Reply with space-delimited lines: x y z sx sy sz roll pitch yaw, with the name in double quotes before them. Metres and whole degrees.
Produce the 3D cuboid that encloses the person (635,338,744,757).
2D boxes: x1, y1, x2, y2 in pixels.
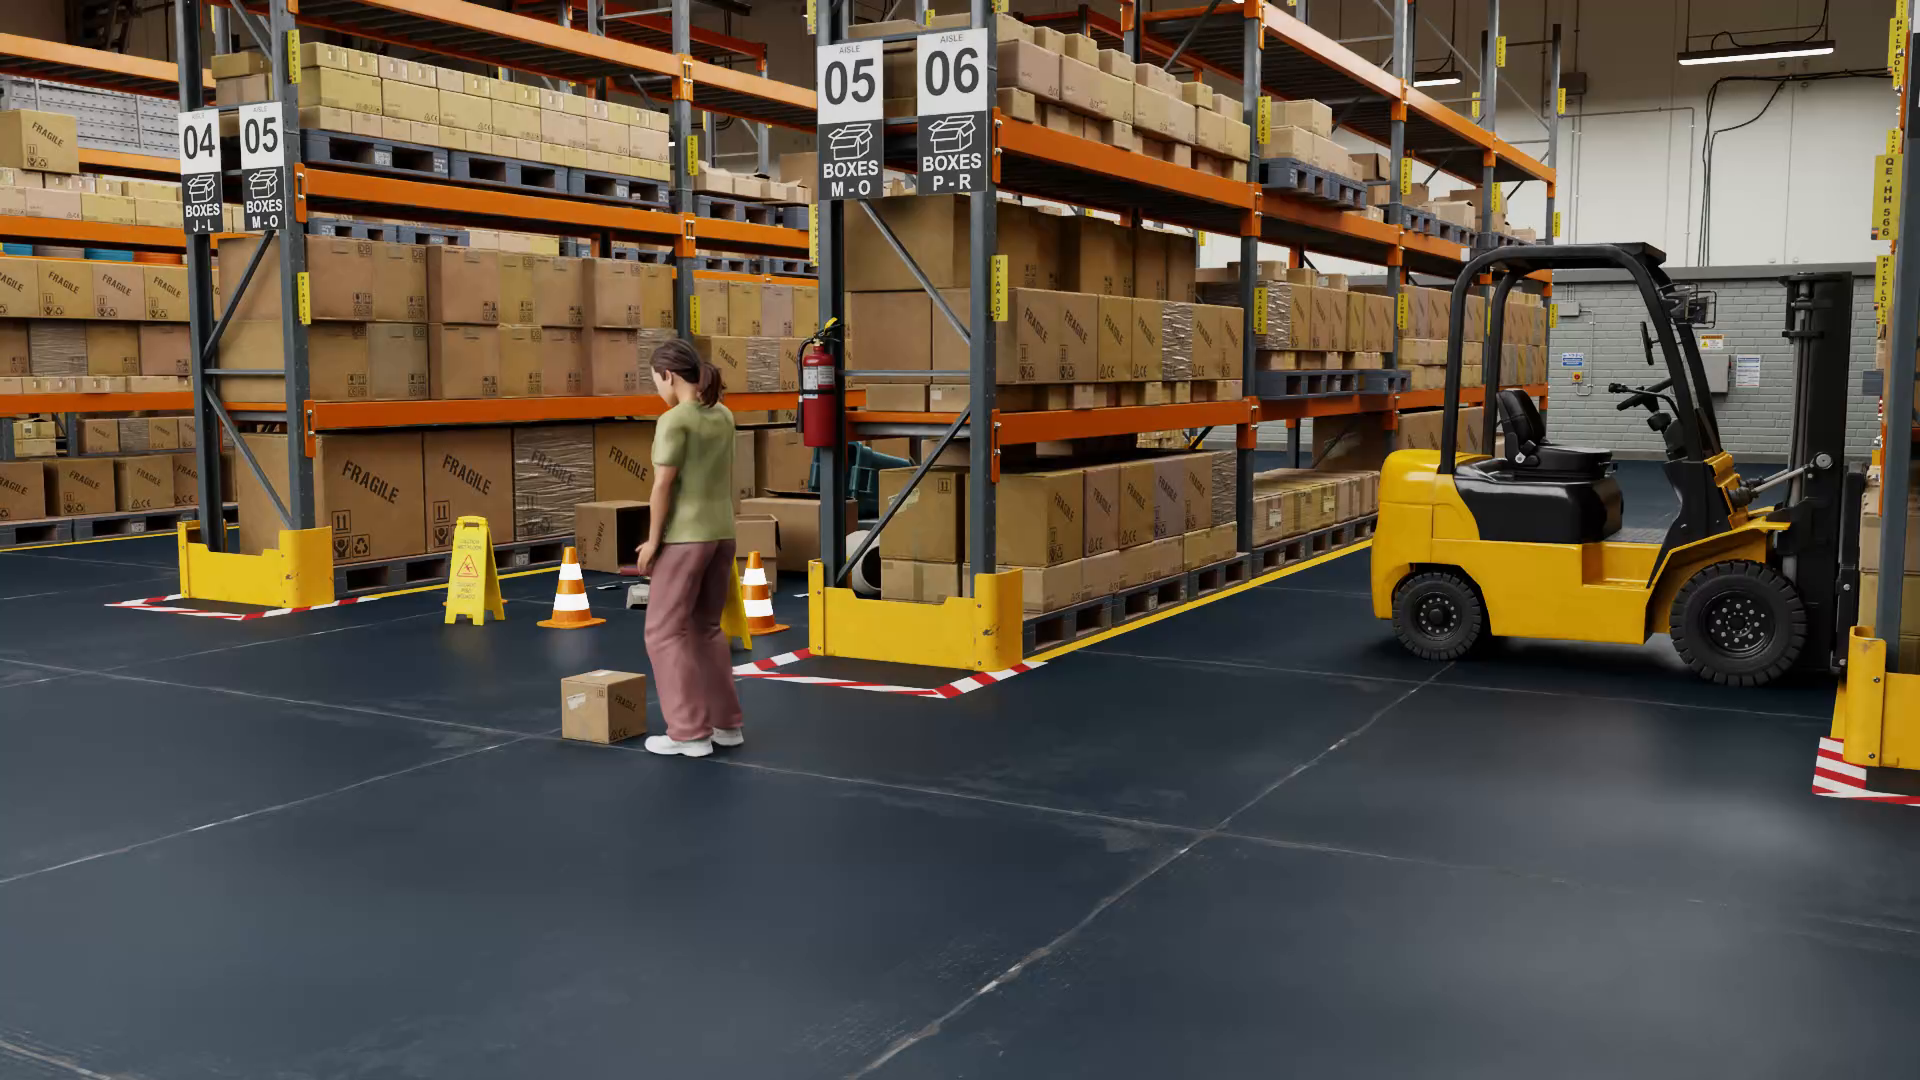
"person" -1.077 0.029 6.656 0.347 1.662 0.455 3 7 30
